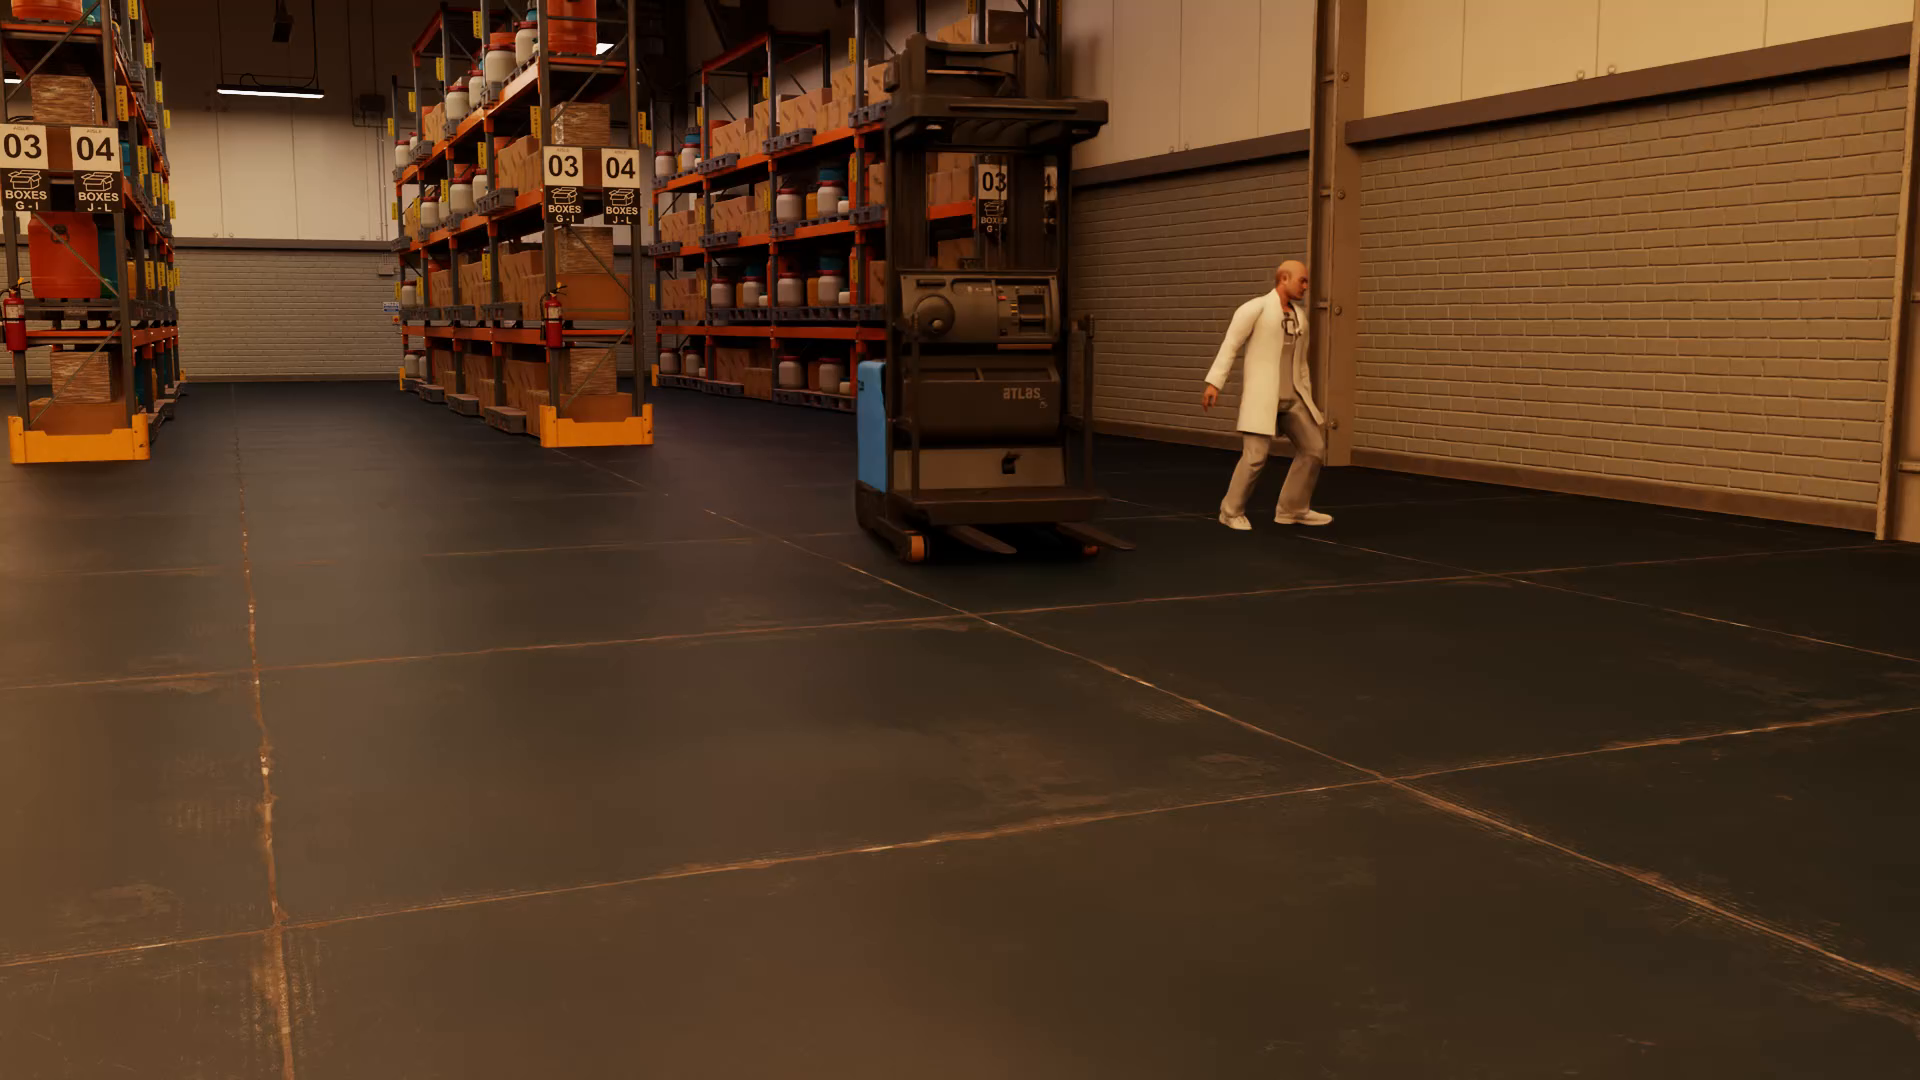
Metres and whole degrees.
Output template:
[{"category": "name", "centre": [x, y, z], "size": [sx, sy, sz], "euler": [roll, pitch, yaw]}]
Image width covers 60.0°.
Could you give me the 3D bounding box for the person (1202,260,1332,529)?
[{"category": "person", "centre": [1.970, -0.909, 10.704], "size": [0.919, 1.760, 0.551], "euler": [-4, 8, -27]}]

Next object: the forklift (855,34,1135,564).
[{"category": "forklift", "centre": [0.171, -1.373, 9.356], "size": [1.130, 2.935, 3.031], "euler": [-2, 8, -14]}]
